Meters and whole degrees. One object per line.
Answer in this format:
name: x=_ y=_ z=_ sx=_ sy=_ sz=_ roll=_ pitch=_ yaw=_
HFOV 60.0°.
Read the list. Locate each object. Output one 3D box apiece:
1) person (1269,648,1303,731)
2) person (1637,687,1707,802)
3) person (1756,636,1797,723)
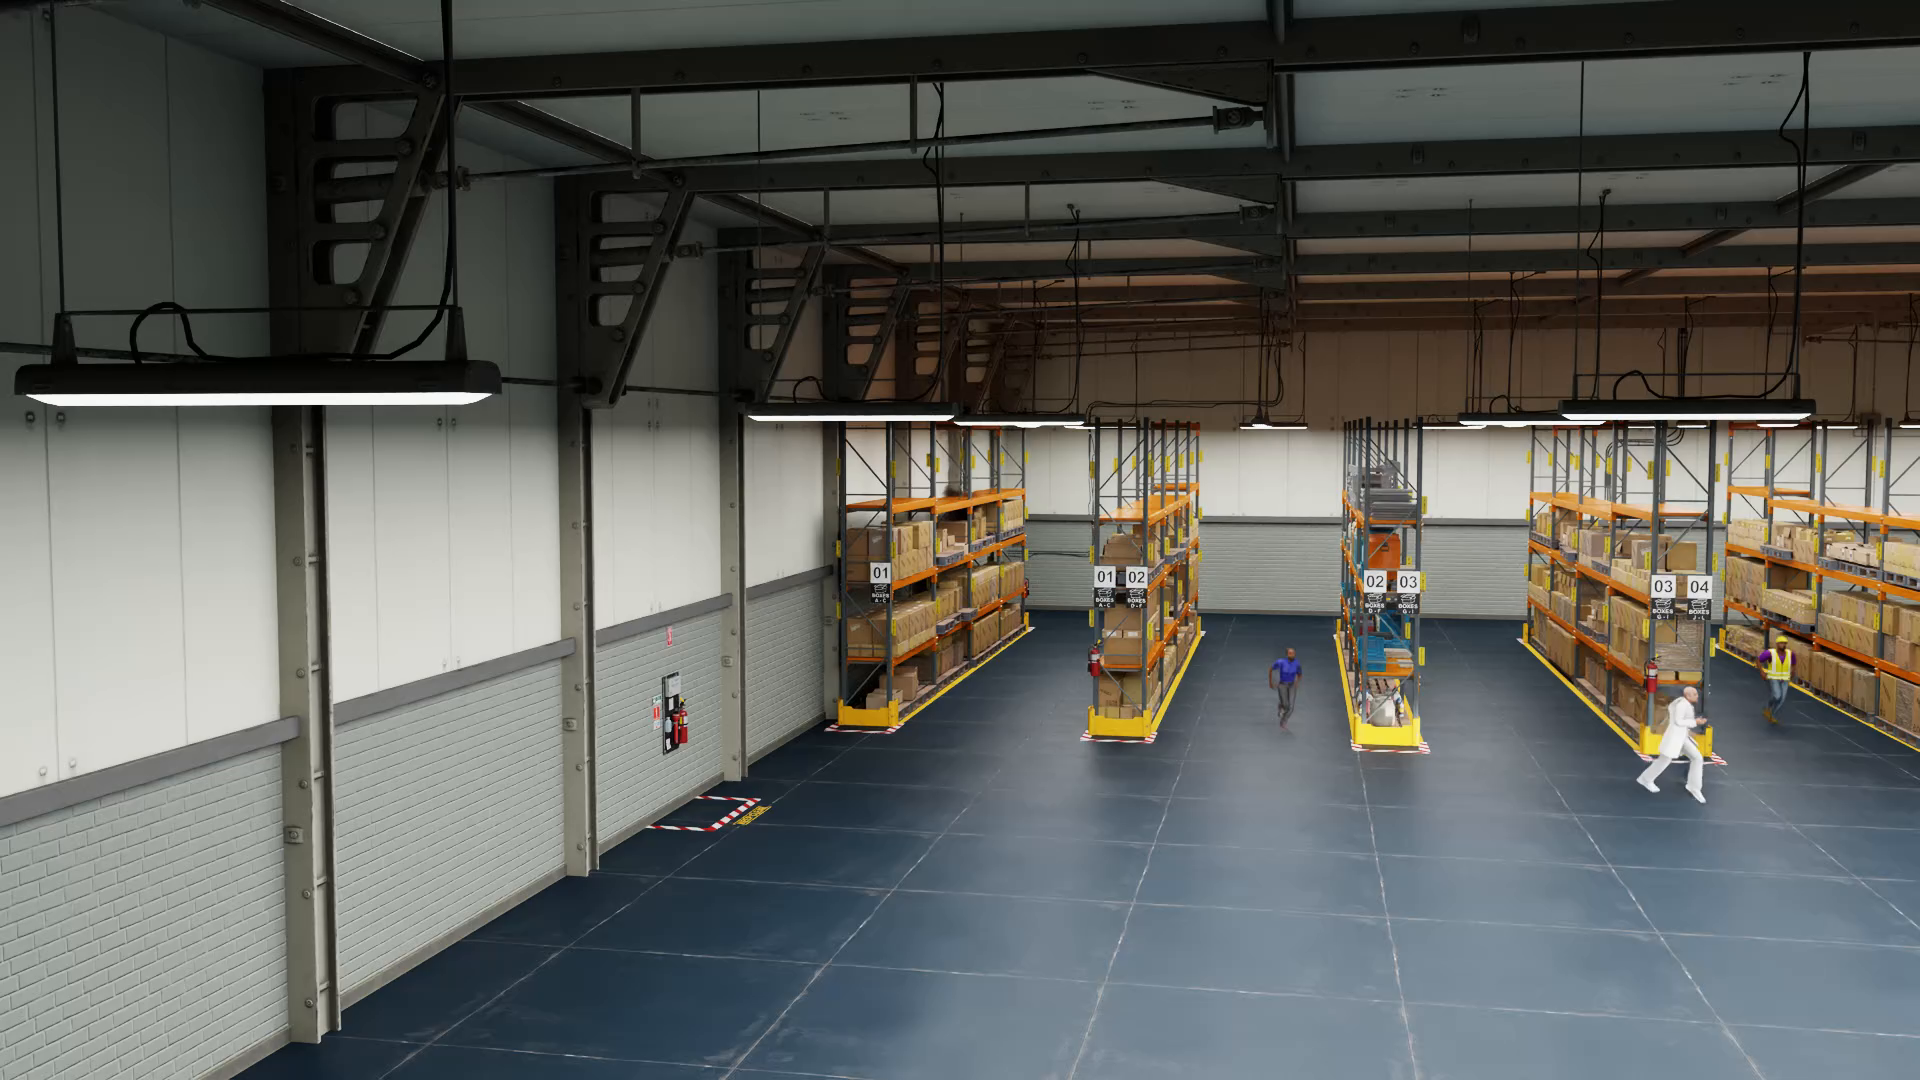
person: x=6.282 y=2.864 z=31.978 sx=0.615 sy=1.606 sz=0.642 roll=0 pitch=4 yaw=-6
person: x=11.140 y=3.166 z=26.013 sx=1.042 sy=1.800 sz=0.699 roll=4 pitch=5 yaw=44
person: x=16.070 y=2.742 z=32.615 sx=0.703 sy=1.718 sz=0.579 roll=0 pitch=4 yaw=2
